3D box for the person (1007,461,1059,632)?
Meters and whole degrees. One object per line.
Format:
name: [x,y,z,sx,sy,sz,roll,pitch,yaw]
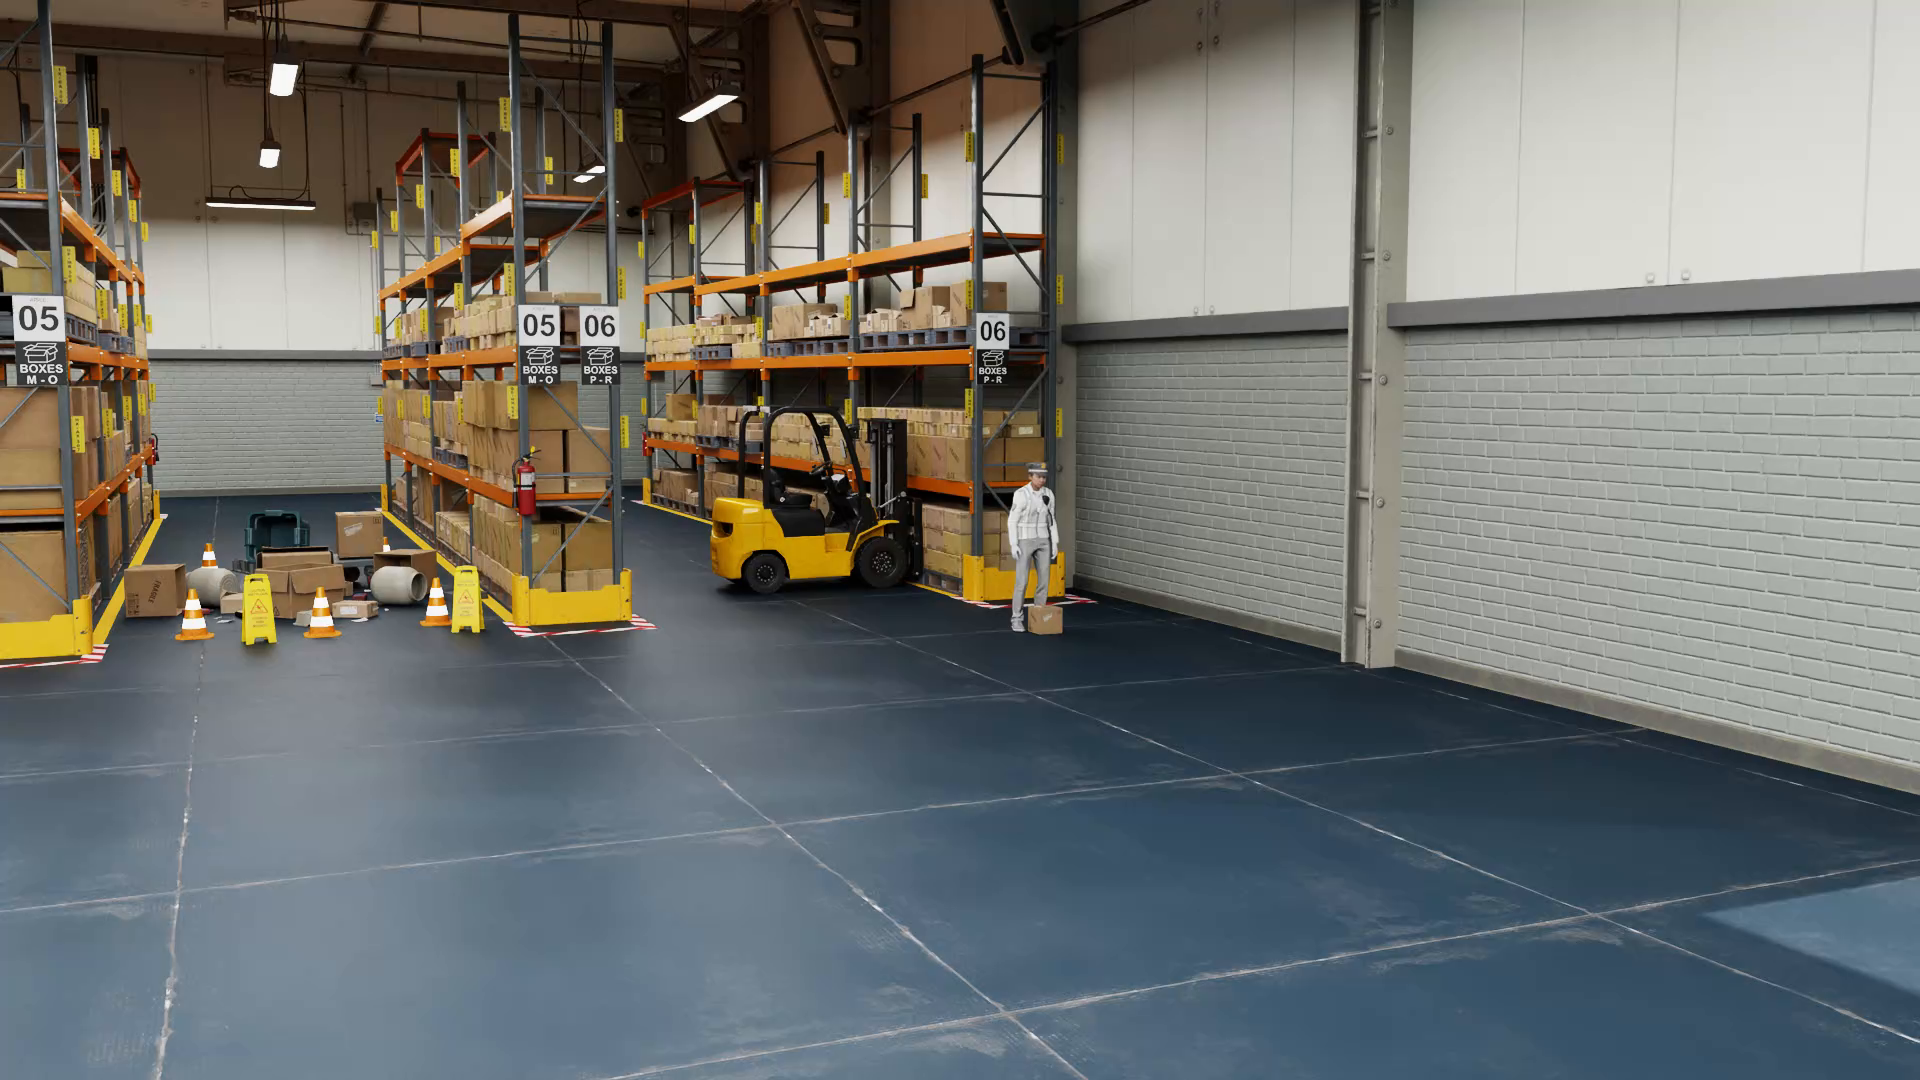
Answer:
person: [0.727,0.055,16.409,0.529,1.664,0.371,-2,6,-23]
